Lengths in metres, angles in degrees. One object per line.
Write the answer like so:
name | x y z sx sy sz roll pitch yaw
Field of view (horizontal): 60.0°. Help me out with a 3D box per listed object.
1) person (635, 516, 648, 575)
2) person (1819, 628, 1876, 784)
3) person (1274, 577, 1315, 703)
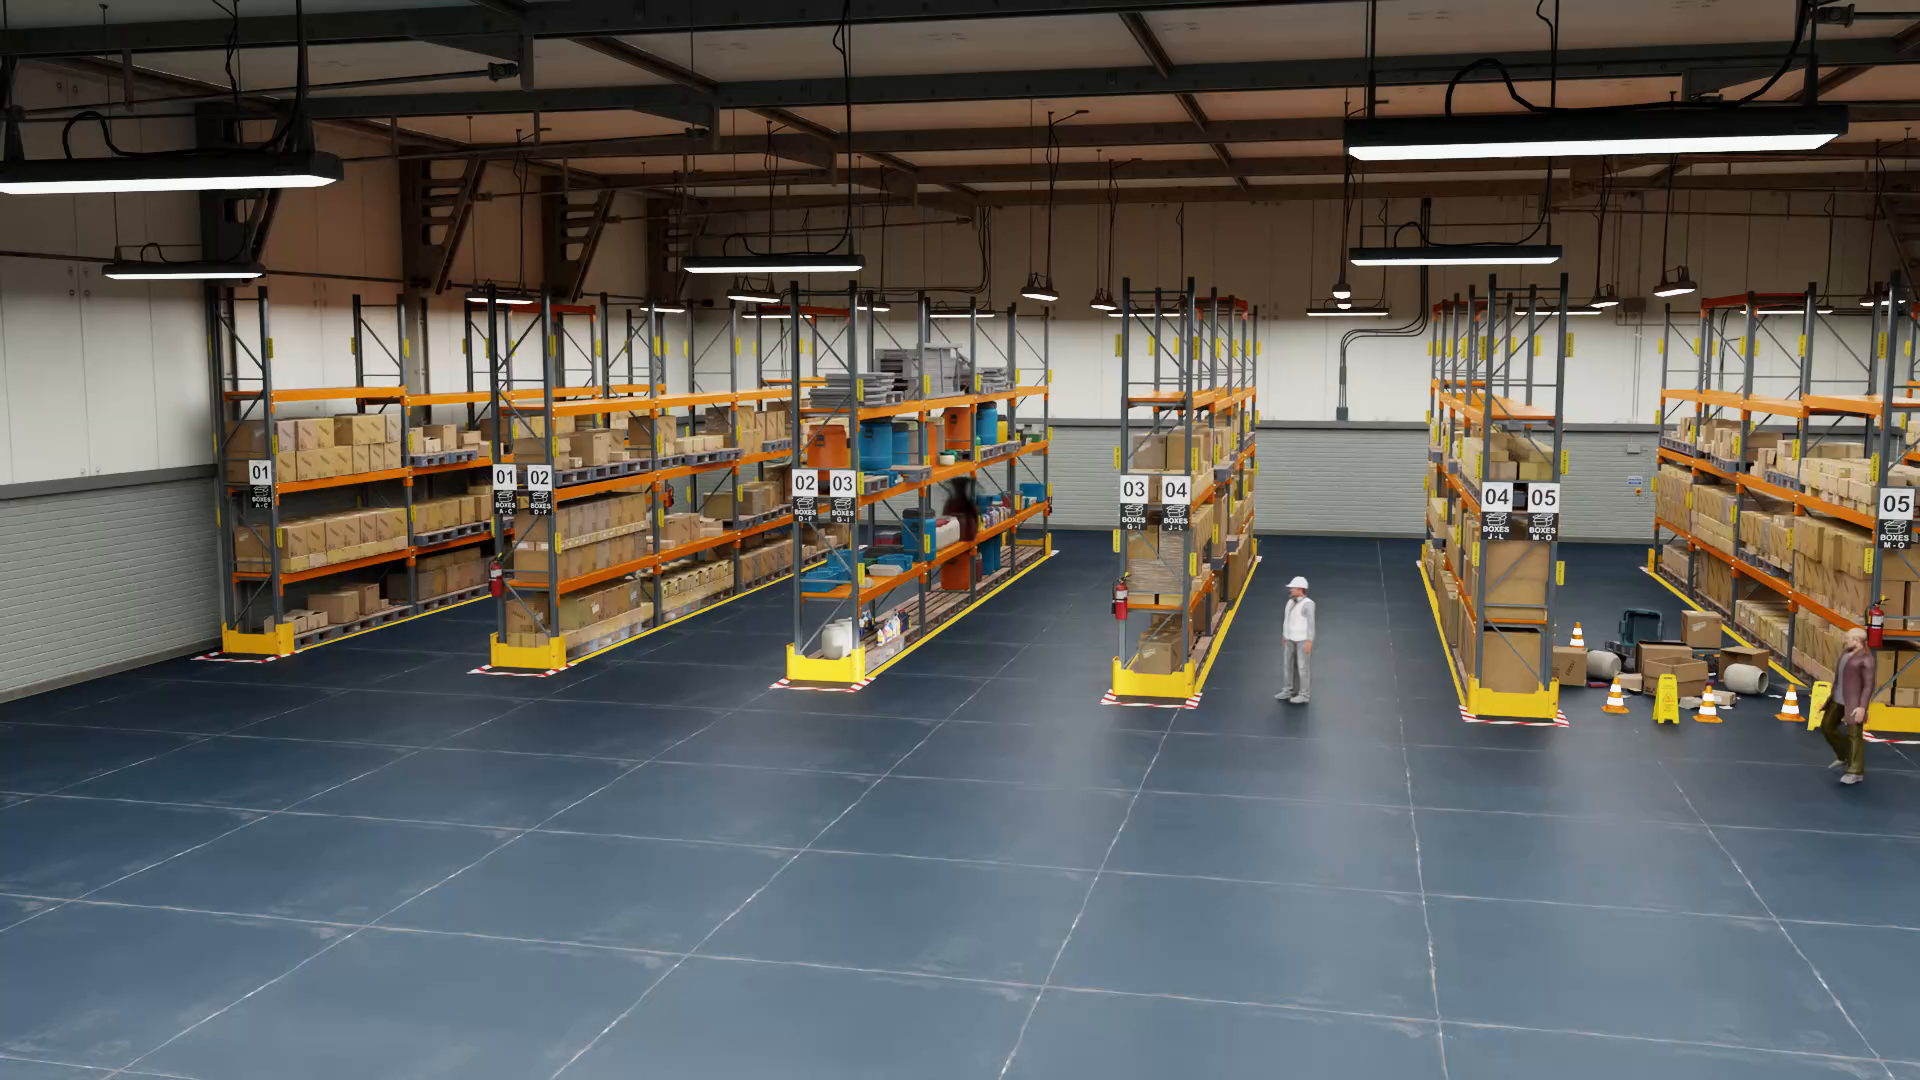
person | -7.133 -0.035 37.115 0.383 1.551 0.865 2 7 18
person | 10.349 1.893 19.337 0.548 1.782 0.664 -2 7 -14
person | 4.758 1.403 23.600 0.433 1.776 0.586 -4 8 -30
